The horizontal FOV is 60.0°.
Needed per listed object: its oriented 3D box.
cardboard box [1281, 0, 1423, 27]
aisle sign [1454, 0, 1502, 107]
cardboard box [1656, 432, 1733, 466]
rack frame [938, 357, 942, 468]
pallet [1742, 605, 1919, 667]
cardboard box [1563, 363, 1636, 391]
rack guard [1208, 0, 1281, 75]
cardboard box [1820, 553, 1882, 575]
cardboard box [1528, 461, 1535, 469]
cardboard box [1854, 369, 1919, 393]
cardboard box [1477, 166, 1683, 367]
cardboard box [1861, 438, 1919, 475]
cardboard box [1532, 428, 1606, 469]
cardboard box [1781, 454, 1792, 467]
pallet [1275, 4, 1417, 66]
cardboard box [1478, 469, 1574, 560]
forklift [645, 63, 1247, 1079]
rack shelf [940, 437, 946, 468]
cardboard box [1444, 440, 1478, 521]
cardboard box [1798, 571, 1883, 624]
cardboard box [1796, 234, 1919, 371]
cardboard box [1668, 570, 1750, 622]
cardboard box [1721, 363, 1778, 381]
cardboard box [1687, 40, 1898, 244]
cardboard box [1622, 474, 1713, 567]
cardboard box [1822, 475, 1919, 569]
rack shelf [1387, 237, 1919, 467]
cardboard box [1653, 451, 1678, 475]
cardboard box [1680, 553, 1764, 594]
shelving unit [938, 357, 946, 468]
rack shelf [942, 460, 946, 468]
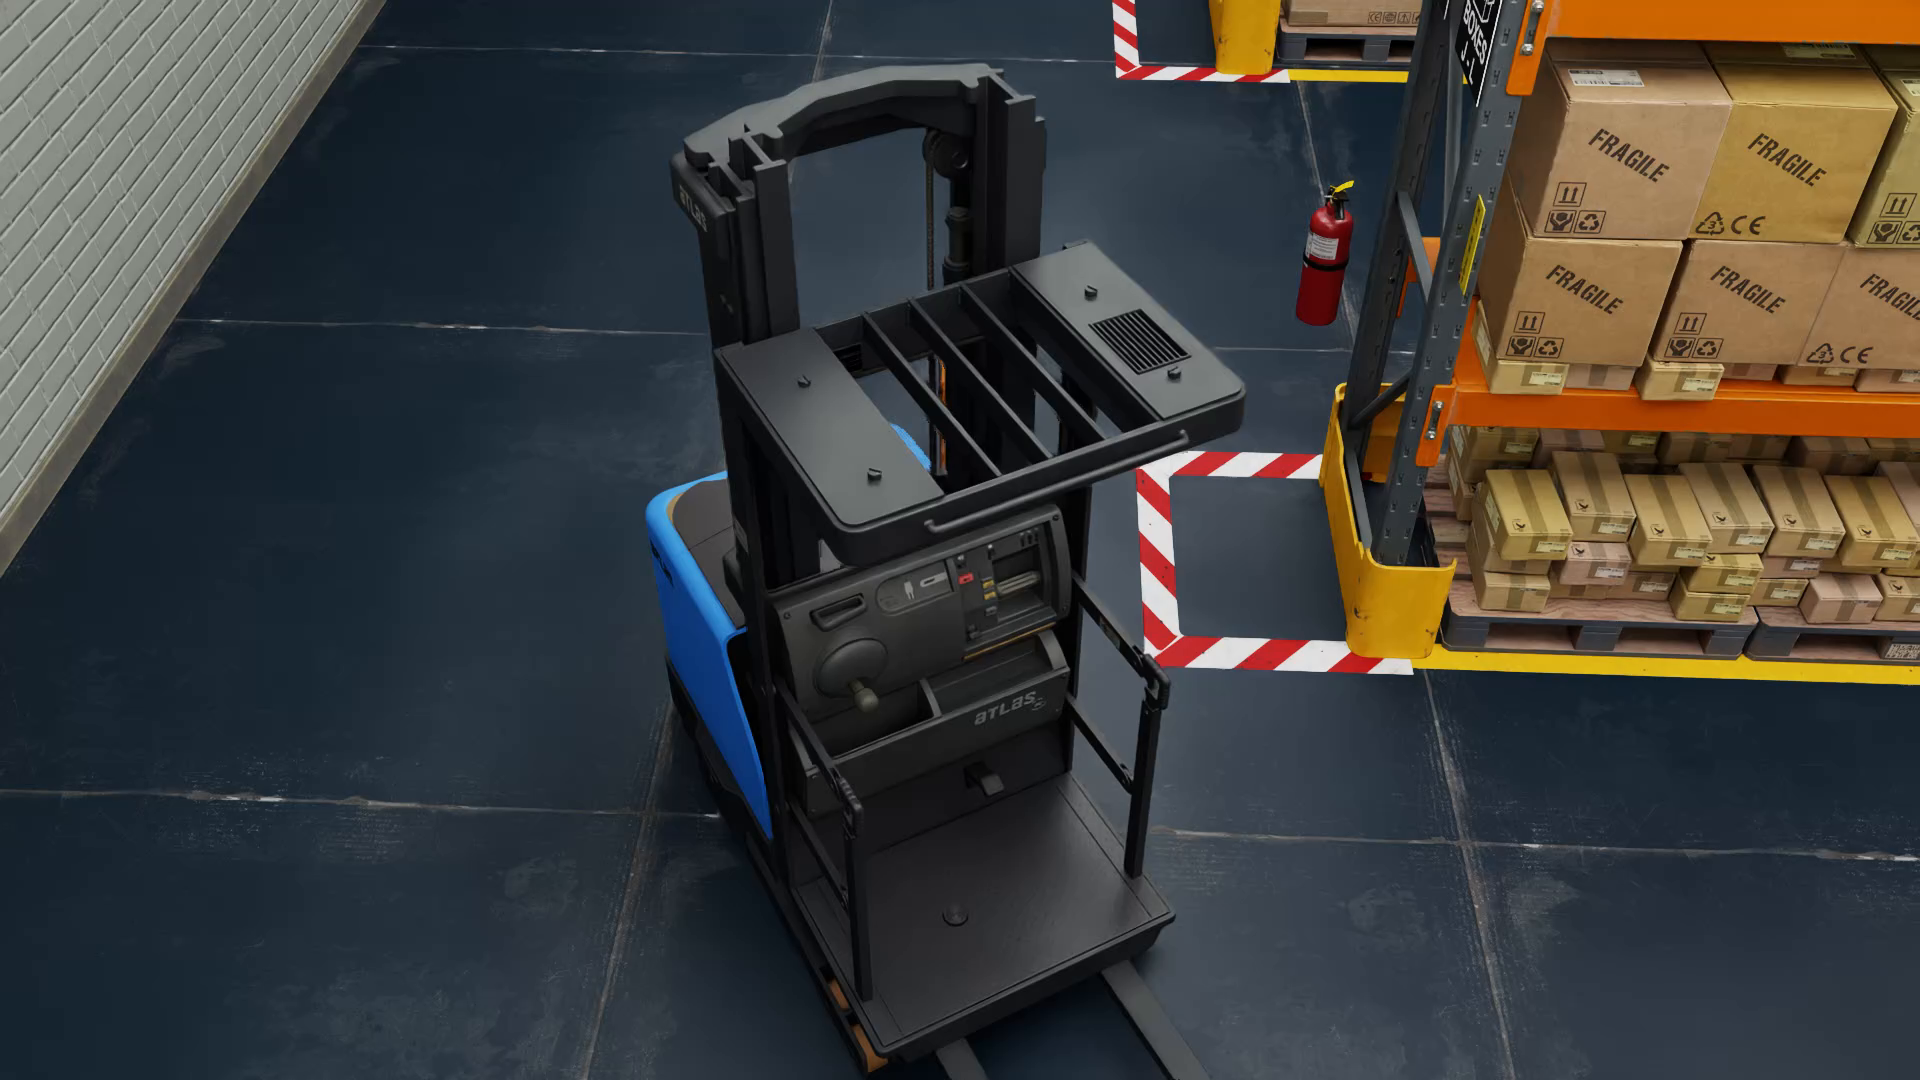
[{"bbox_3d":[2.487,-3.657,10.547,0.875,0.438,0.875,0,43,0],"label":"cardboard box"},{"bbox_3d":[1.614,-1.769,5.041,0.004,0.787,0.394,2,43,2],"label":"aisle sign"},{"bbox_3d":[3.010,-0.485,6.917,0.250,0.149,0.380,0,43,0],"label":"cardboard box"},{"bbox_3d":[-0.077,-0.441,6.844,0.006,1.200,0.240,2,43,2],"label":"rack frame"},{"bbox_3d":[3.802,0.091,6.997,1.213,0.211,1.003,2,43,2],"label":"pallet"},{"bbox_3d":[2.266,-0.715,6.001,0.250,0.149,0.380,3,43,3],"label":"cardboard box"},{"bbox_3d":[1.799,-3.479,10.618,0.348,0.500,1.175,2,43,2],"label":"rack guard"},{"bbox_3d":[3.526,-0.049,6.667,0.250,0.149,0.380,4,43,4],"label":"cardboard box"},{"bbox_3d":[2.500,-0.372,7.014,0.250,0.149,0.380,1,43,1],"label":"cardboard box"},{"bbox_3d":[3.312,-0.704,5.989,0.250,0.149,0.380,1,43,1],"label":"cardboard box"},{"bbox_3d":[2.137,-0.963,5.792,0.500,0.500,0.500,4,43,4],"label":"cardboard box"},{"bbox_3d":[3.802,-0.442,6.871,0.250,0.149,0.380,2,43,2],"label":"cardboard box"},{"bbox_3d":[2.490,-0.457,6.887,0.250,0.149,0.380,3,43,3],"label":"cardboard box"},{"bbox_3d":[3.533,-0.375,7.017,0.250,0.149,0.380,4,43,4],"label":"cardboard box"},{"bbox_3d":[2.625,-3.402,10.747,1.213,0.211,1.003,2,43,2],"label":"pallet"},{"bbox_3d":[2.209,-0.100,6.504,0.250,0.149,0.380,0,43,0],"label":"cardboard box"},{"bbox_3d":[0.012,0.293,4.785,1.130,2.935,3.031,-20,47,-20],"label":"forklift"},{"bbox_3d":[0.014,-0.406,6.871,0.180,0.103,0.258,2,43,2],"label":"rack shelf"},{"bbox_3d":[2.236,-0.256,7.107,0.250,0.149,0.380,2,43,3],"label":"cardboard box"},{"bbox_3d":[3.478,0.152,6.670,0.250,0.149,0.380,0,43,0],"label":"cardboard box"},{"bbox_3d":[3.162,-0.940,5.767,0.500,0.500,0.500,2,43,2],"label":"cardboard box"},{"bbox_3d":[2.974,0.142,6.681,0.250,0.149,0.380,2,43,2],"label":"cardboard box"},{"bbox_3d":[2.797,-0.755,6.045,0.250,0.149,0.380,4,43,4],"label":"cardboard box"},{"bbox_3d":[2.642,-1.325,5.447,0.500,0.500,0.500,3,43,3],"label":"cardboard box"},{"bbox_3d":[2.736,-0.079,6.481,0.250,0.149,0.380,2,43,2],"label":"cardboard box"},{"bbox_3d":[3.525,-0.073,6.475,0.250,0.149,0.380,2,43,3],"label":"cardboard box"},{"bbox_3d":[3.699,-0.695,6.323,4.000,0.370,1.077,2,43,2],"label":"rack shelf"},{"bbox_3d":[3.024,-0.324,6.962,0.250,0.149,0.380,1,43,1],"label":"cardboard box"},{"bbox_3d":[2.984,0.028,6.585,0.250,0.149,0.380,3,43,3],"label":"cardboard box"},{"bbox_3d":[0.014,-0.439,6.841,0.189,1.200,0.258,2,43,2],"label":"shelving unit"},{"bbox_3d":[0.014,-0.318,6.953,0.180,0.103,0.258,2,43,2],"label":"rack shelf"}]
